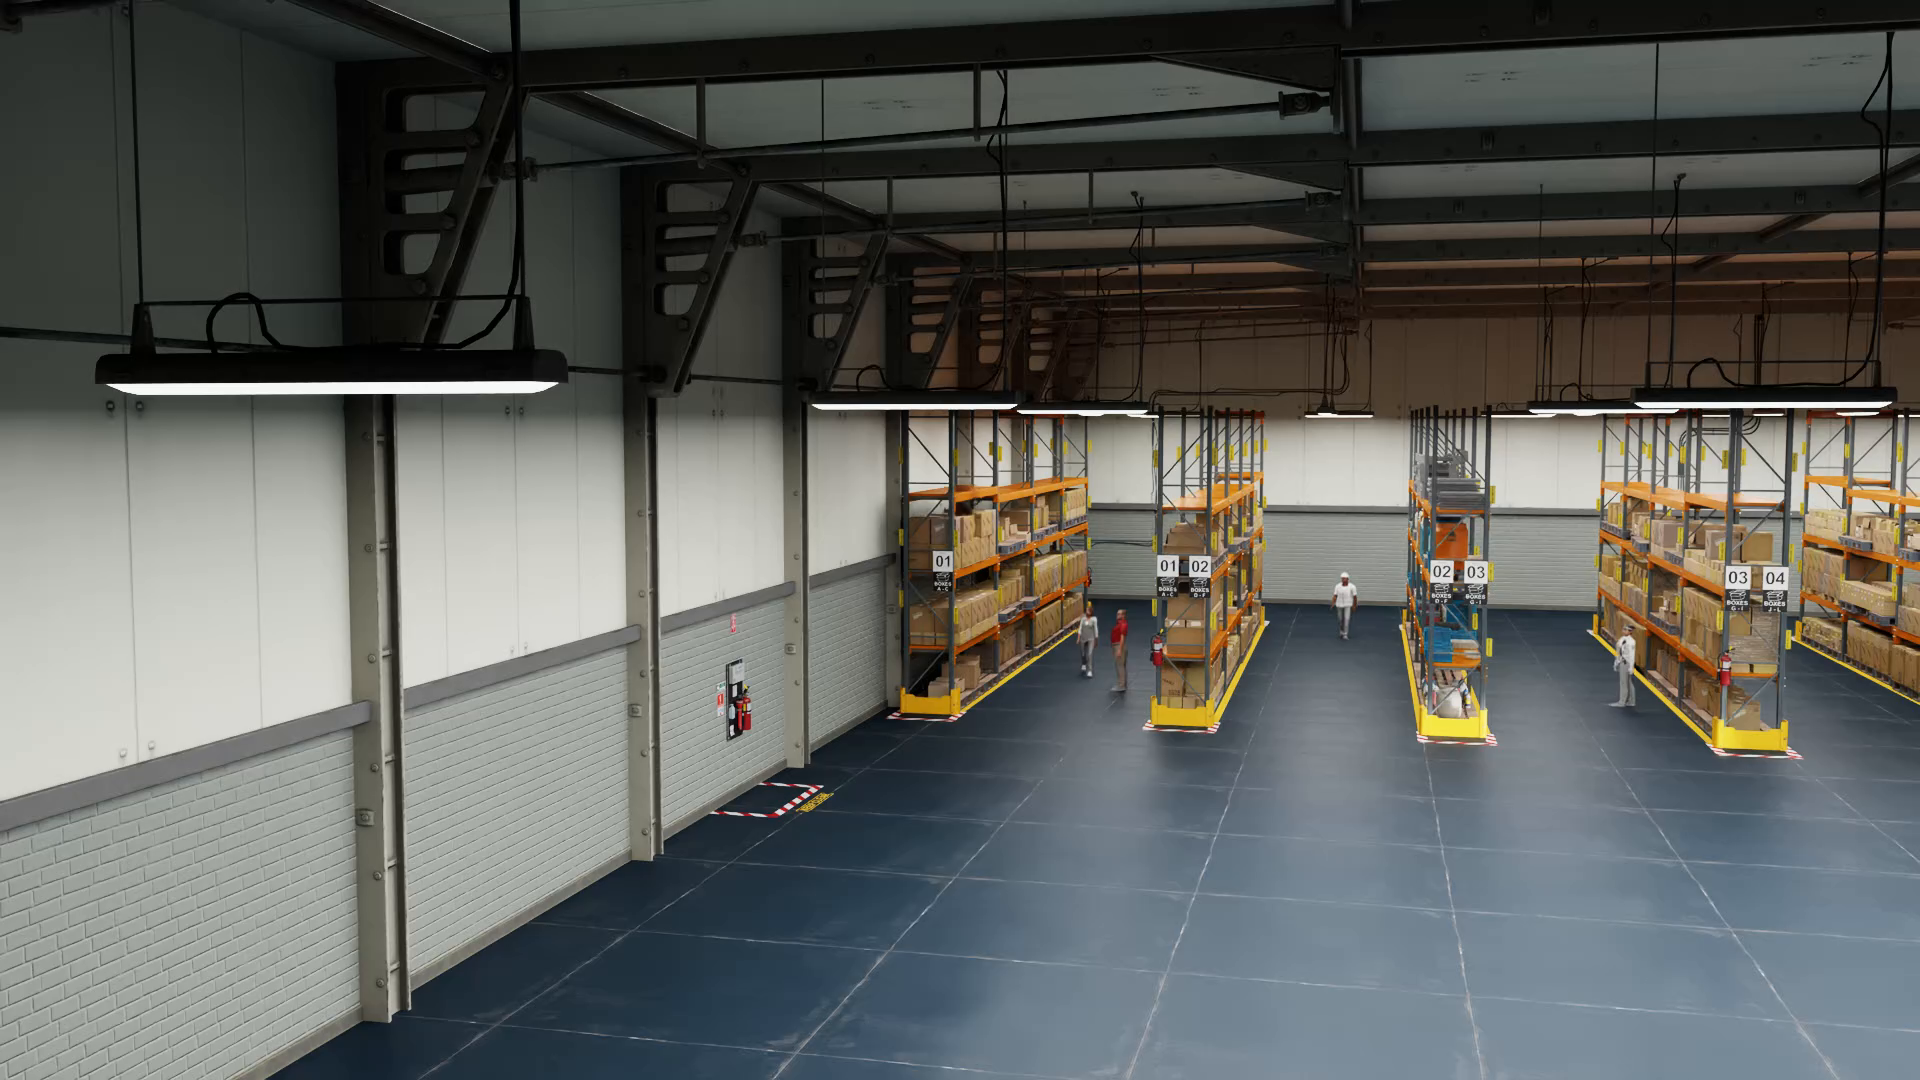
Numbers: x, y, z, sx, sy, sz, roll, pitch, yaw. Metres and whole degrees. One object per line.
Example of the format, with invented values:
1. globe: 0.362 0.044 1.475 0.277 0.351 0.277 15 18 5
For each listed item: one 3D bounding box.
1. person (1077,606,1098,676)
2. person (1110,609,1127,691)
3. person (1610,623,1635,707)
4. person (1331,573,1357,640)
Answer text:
1. person: 2.879 2.260 37.427 0.475 1.537 0.874 1 4 8
2. person: 3.352 2.336 35.230 0.372 1.723 0.592 0 4 4
3. person: 13.295 2.491 33.305 0.482 1.685 0.471 1 4 19
4. person: 10.076 1.728 43.664 0.652 1.730 0.986 1 4 19
